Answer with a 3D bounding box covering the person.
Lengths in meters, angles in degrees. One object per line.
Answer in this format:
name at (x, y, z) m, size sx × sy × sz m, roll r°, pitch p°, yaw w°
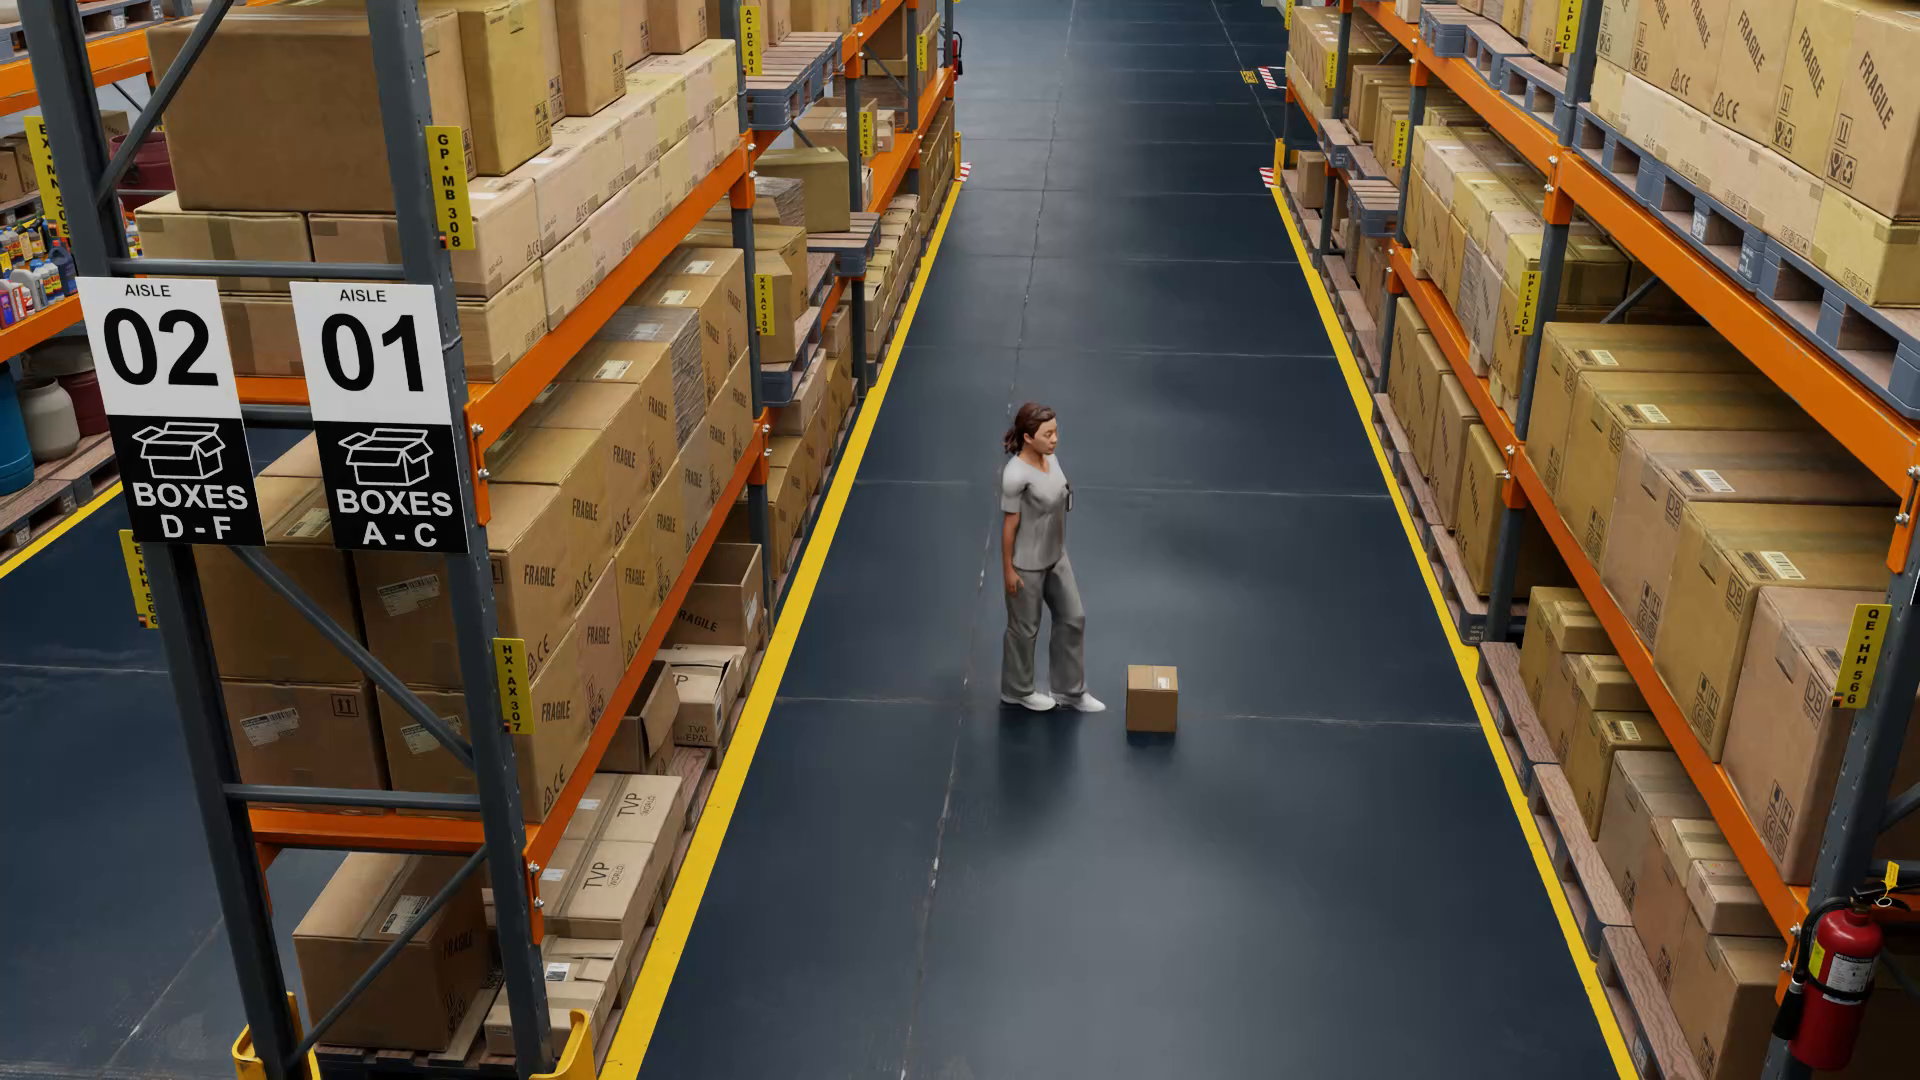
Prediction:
person at (0.440, 0.132, 8.331) m, size 0.526 × 1.698 × 0.442 m, roll 17°, pitch 29°, yaw 32°
